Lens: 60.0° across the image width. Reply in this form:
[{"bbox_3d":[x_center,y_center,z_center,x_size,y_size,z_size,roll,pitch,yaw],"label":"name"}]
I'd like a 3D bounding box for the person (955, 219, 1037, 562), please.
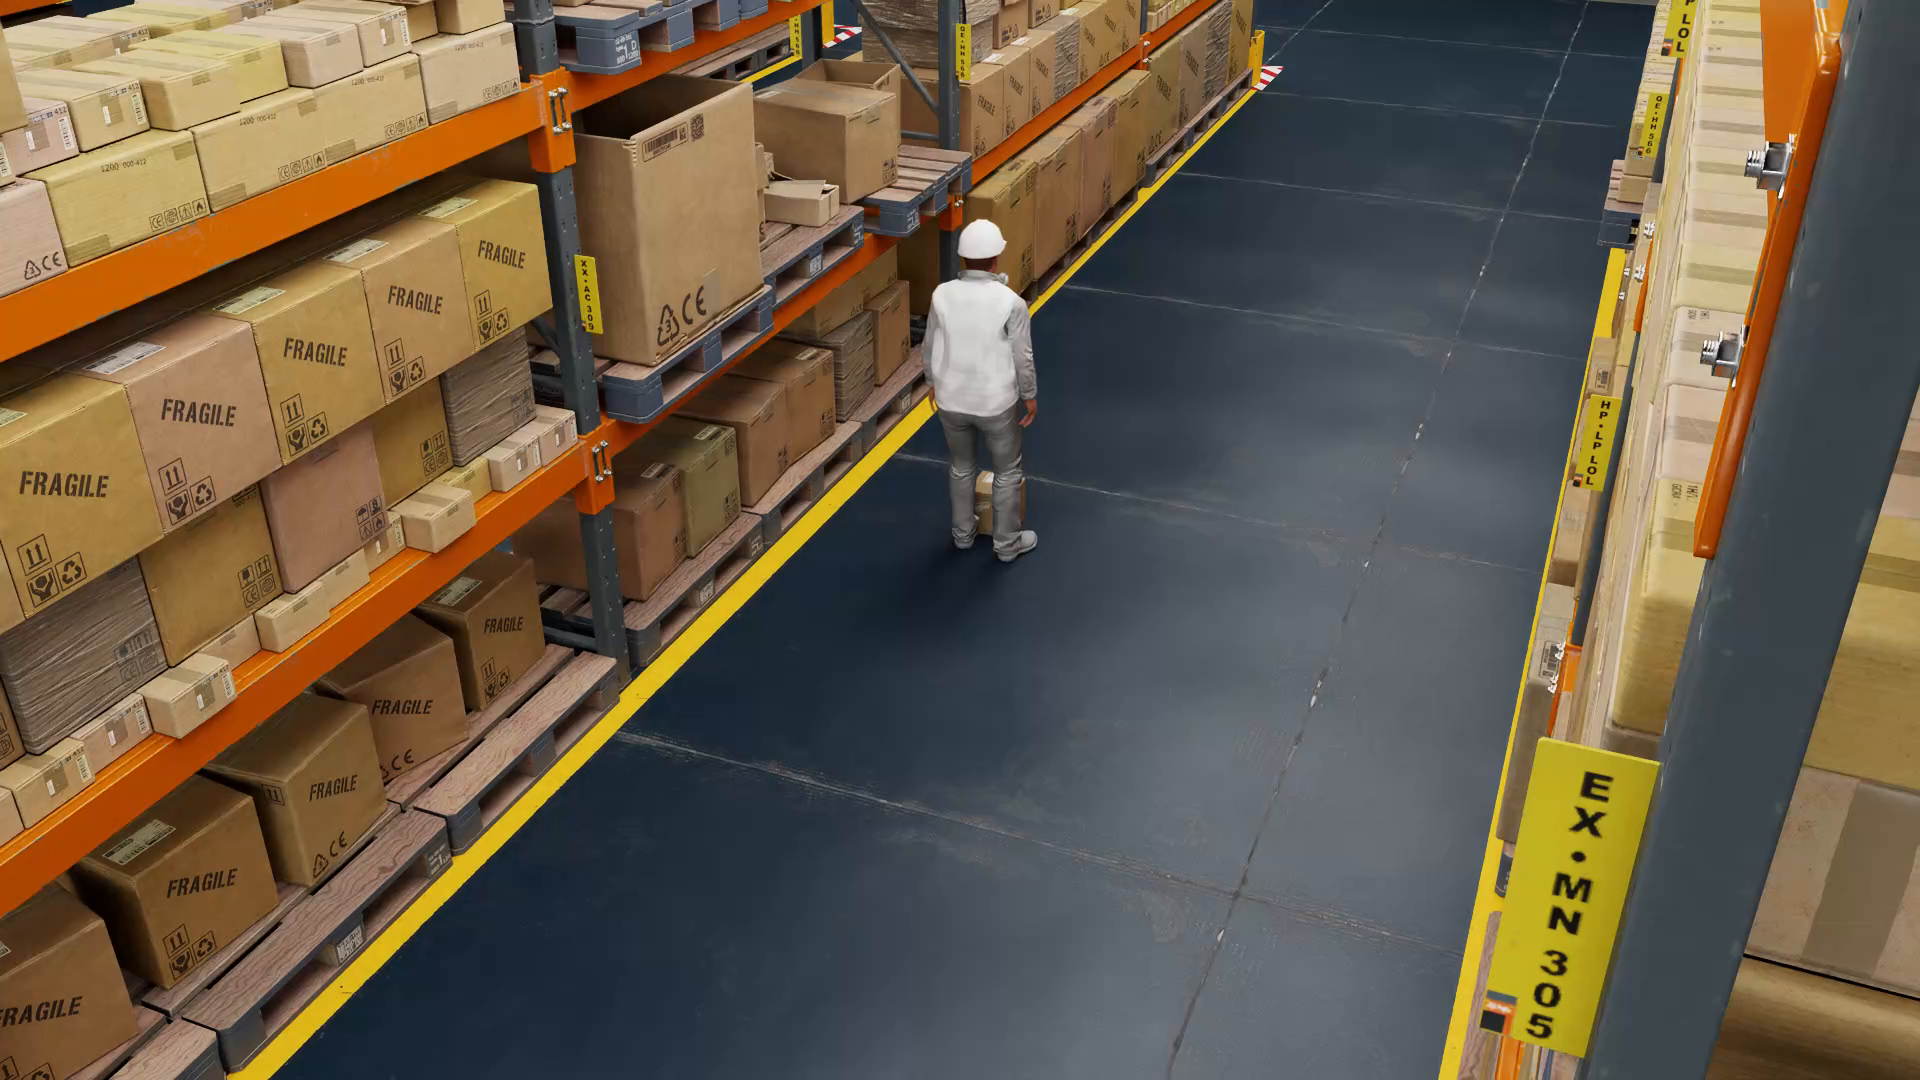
[{"bbox_3d":[-3.090,-3.094,8.477,7.411,5.808,11.426,10,31,18],"label":"person"}]
